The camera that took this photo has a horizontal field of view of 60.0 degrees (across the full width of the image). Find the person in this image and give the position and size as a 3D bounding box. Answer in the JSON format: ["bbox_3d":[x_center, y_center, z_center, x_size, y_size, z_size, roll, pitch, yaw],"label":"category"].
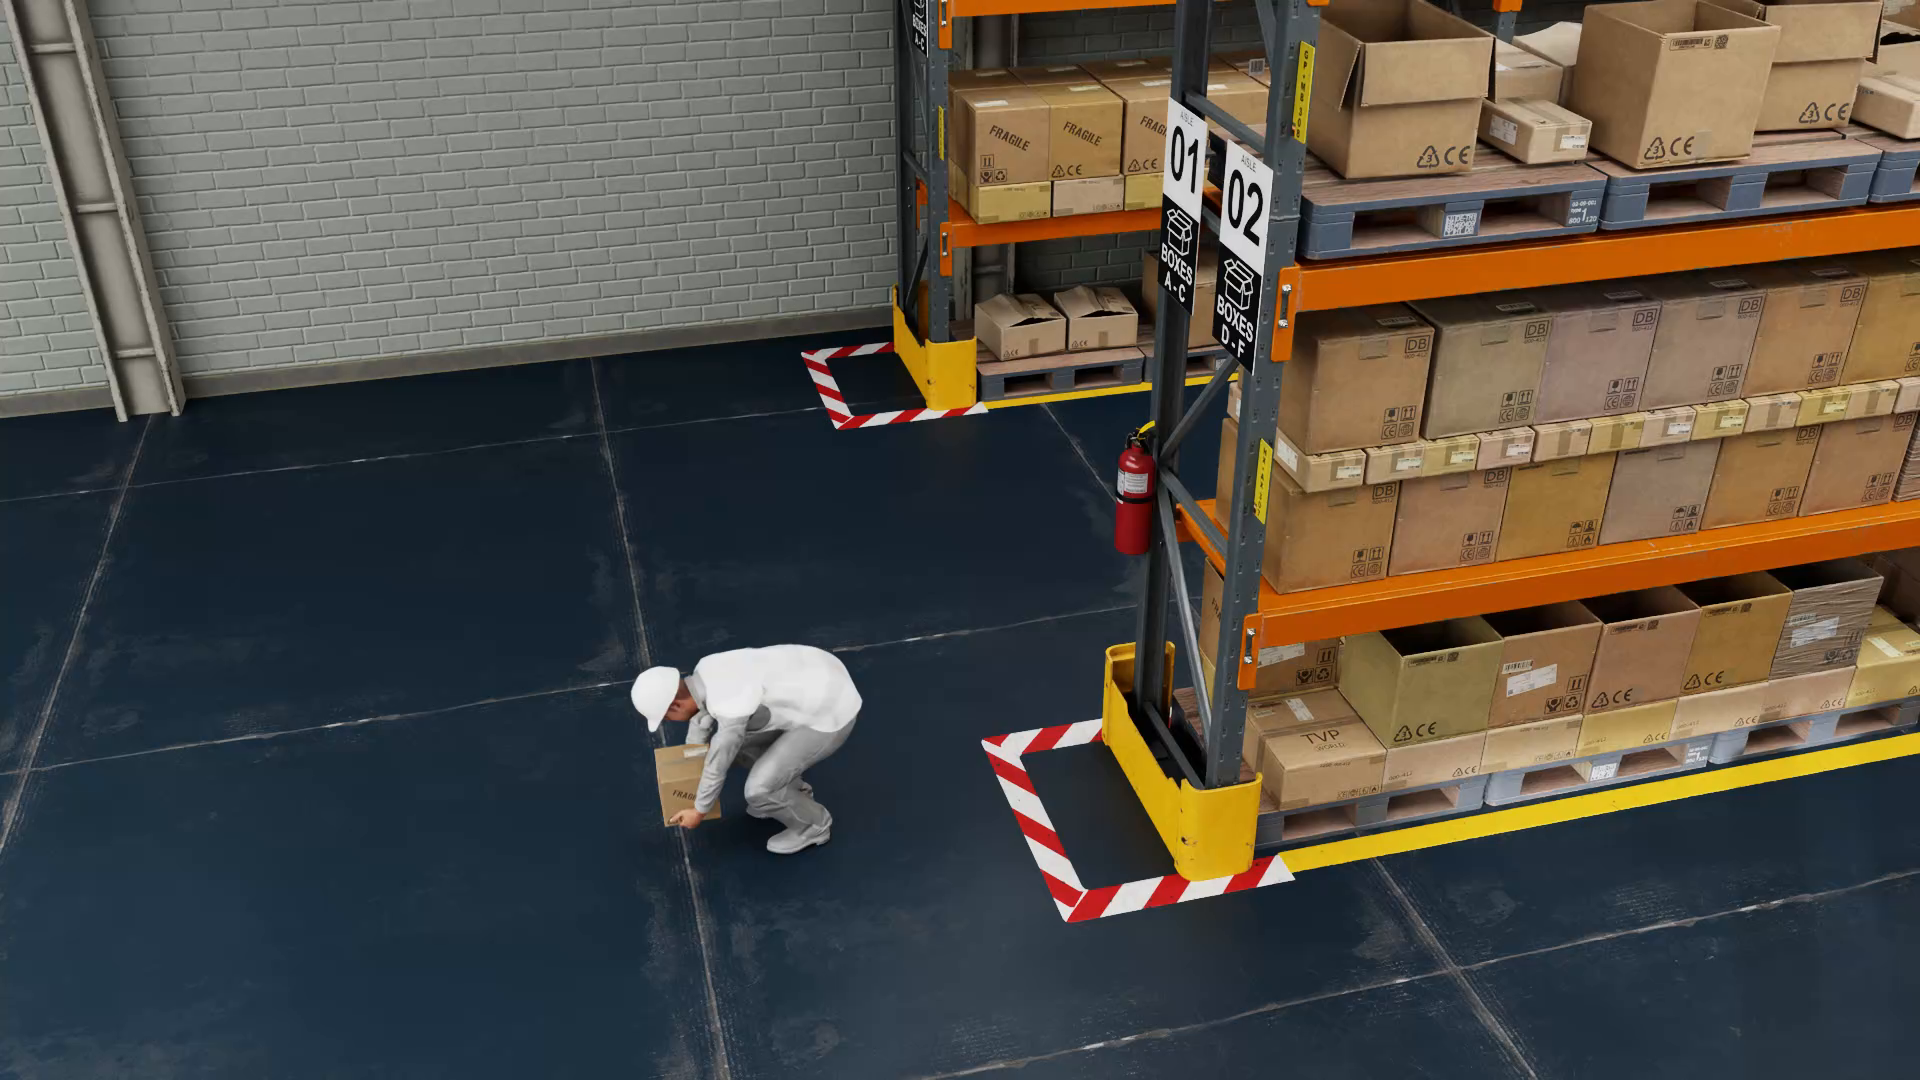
[{"bbox_3d":[-0.930,0.922,7.407,0.986,0.989,0.513,-9,31,-15],"label":"person"}]
